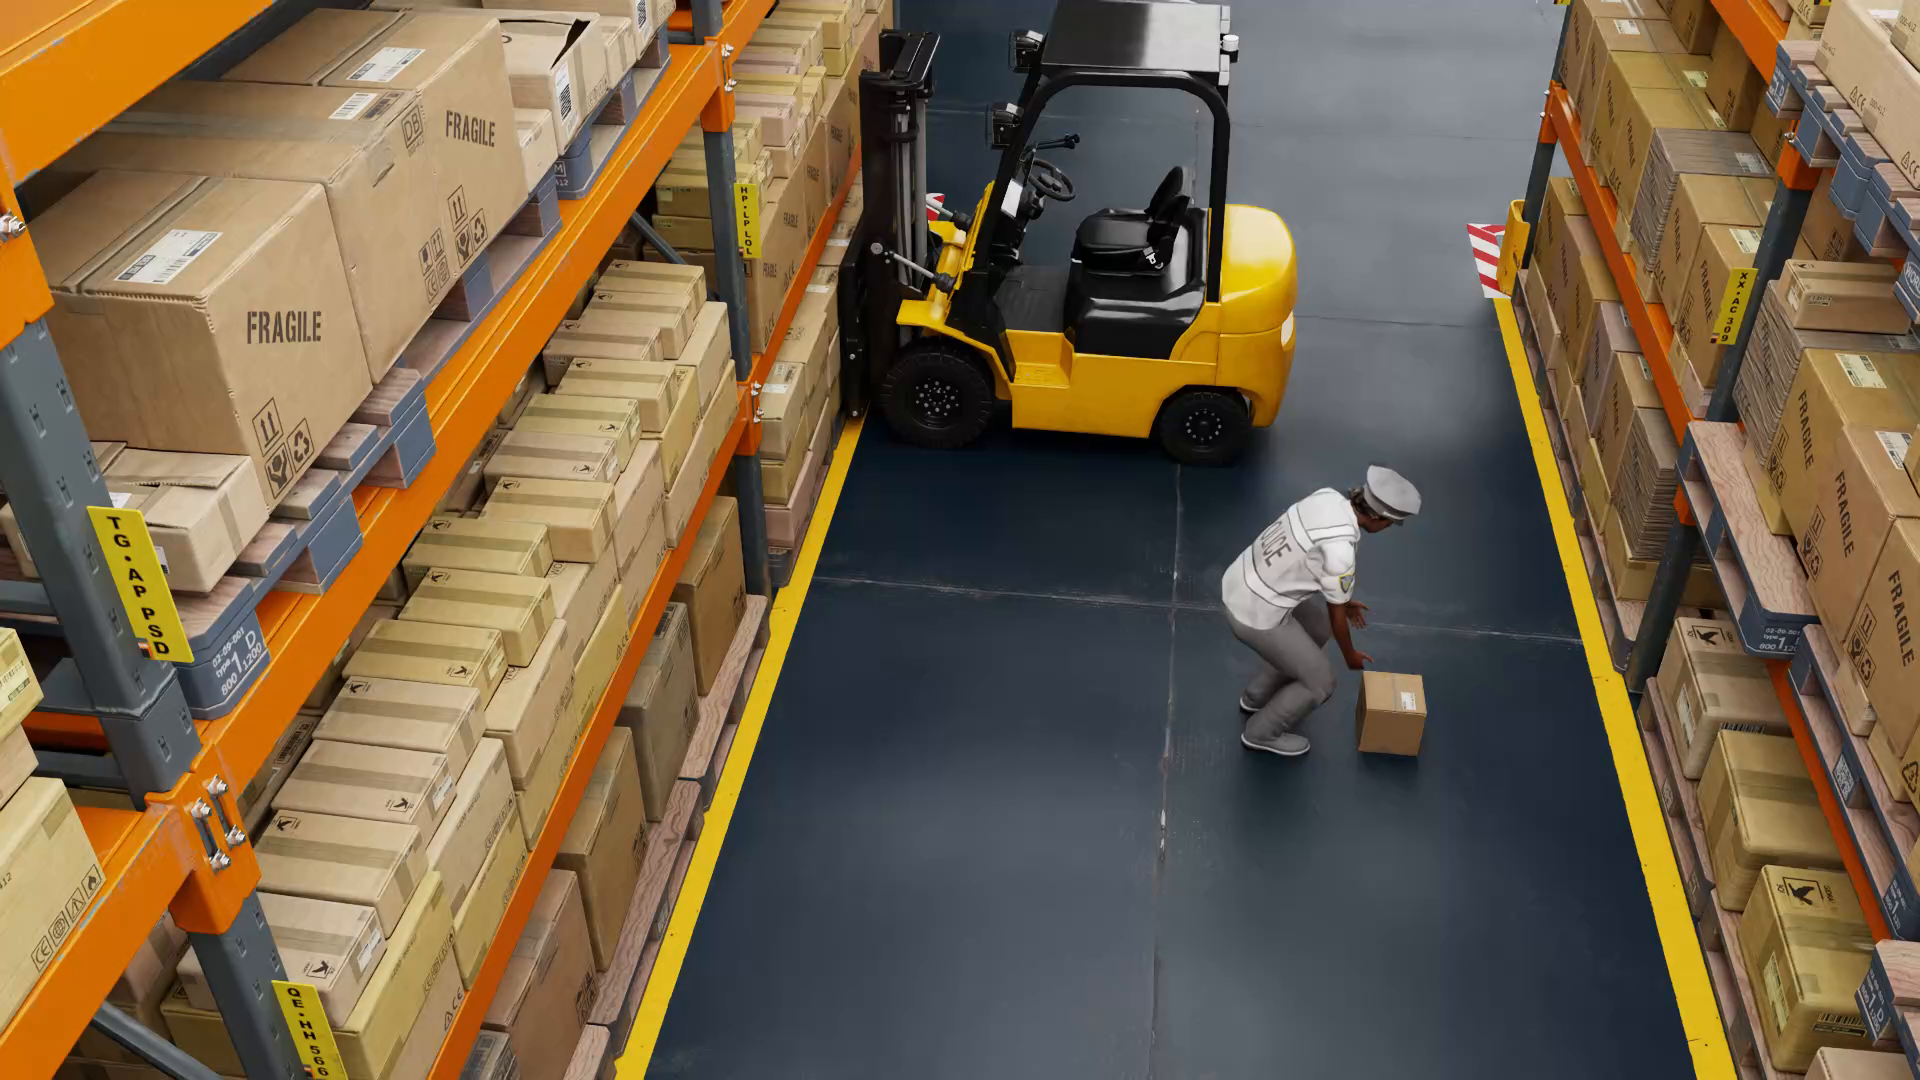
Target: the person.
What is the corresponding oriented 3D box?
[{"bbox_3d":[1.460,0.274,6.954,0.741,1.331,0.496,4,37,6],"label":"person"}]
